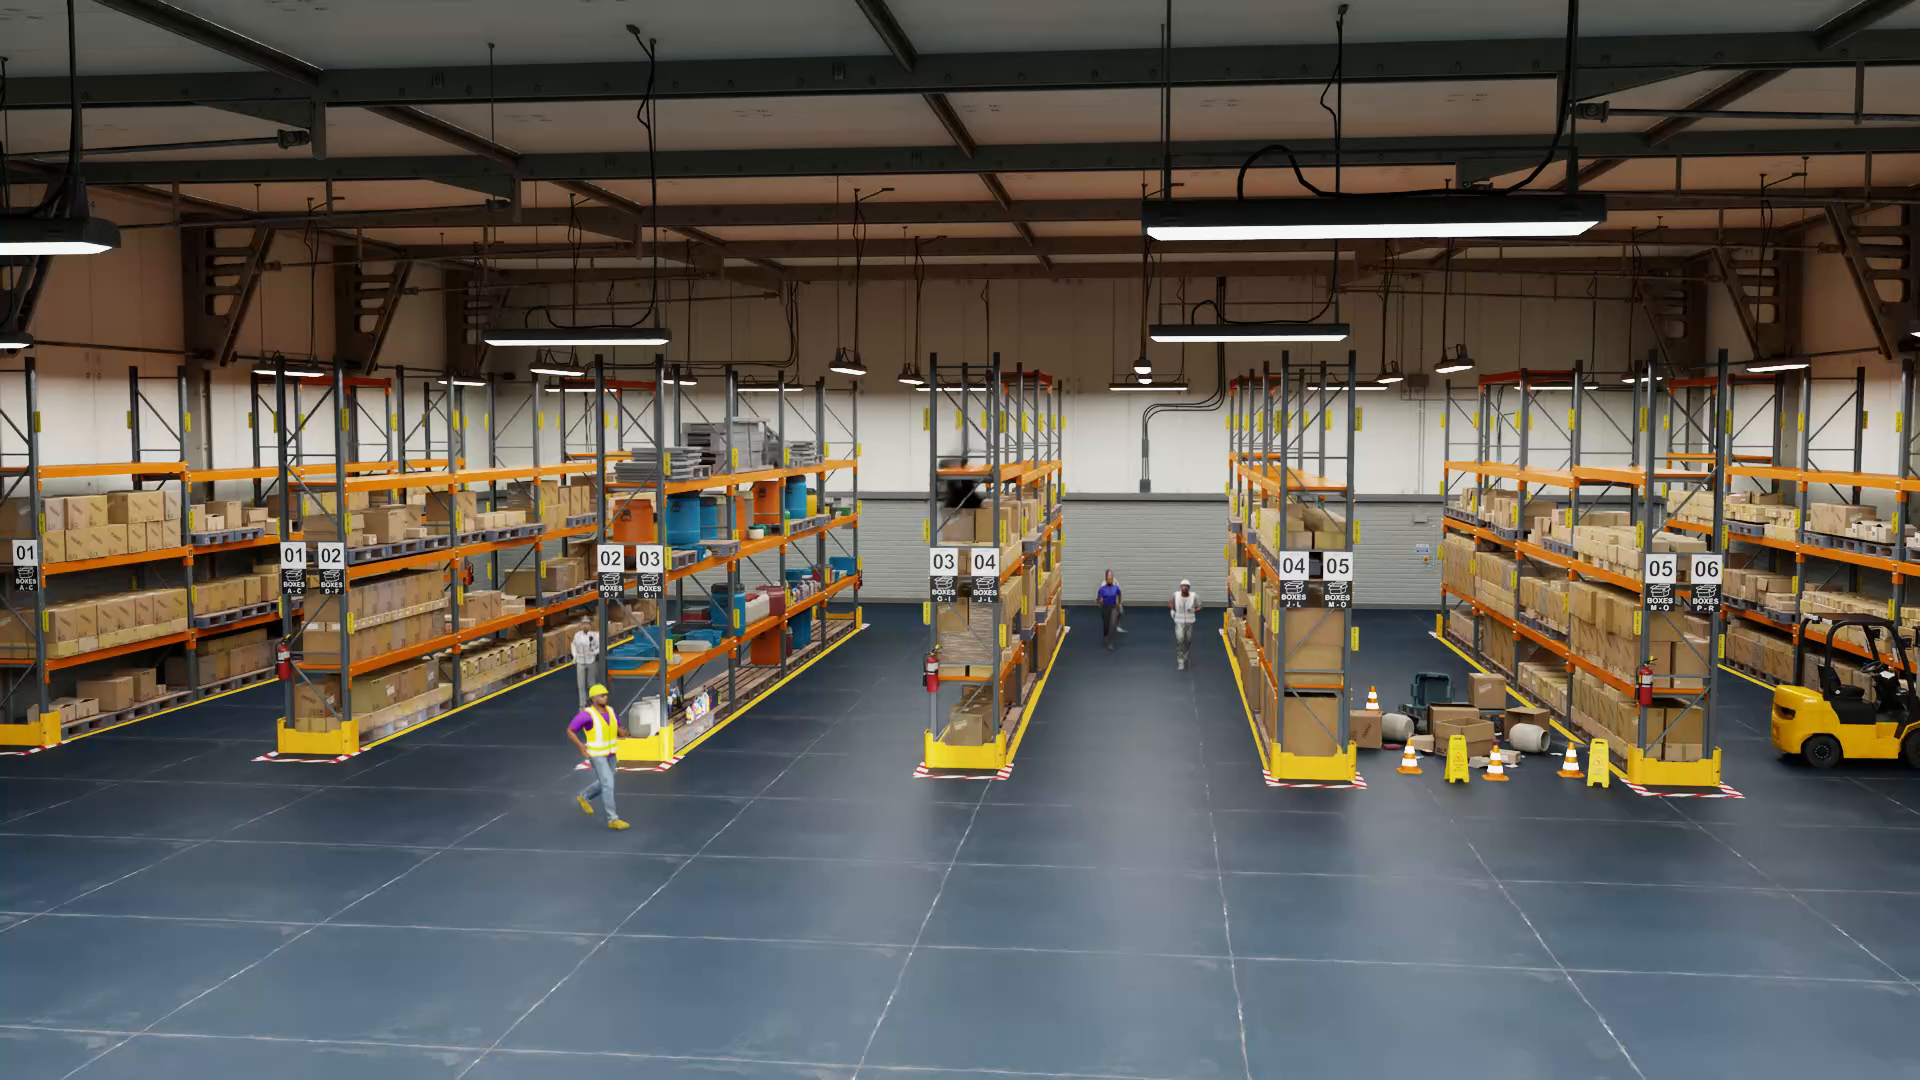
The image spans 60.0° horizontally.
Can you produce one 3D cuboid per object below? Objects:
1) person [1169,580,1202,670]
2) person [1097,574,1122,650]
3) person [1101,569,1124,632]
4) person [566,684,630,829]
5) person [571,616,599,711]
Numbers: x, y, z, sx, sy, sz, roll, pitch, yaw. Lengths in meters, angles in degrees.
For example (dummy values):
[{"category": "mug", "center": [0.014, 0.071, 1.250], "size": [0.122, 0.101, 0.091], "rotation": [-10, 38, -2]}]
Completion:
[{"category": "person", "center": [4.634, 1.714, 34.079], "size": [0.645, 1.827, 1.050], "rotation": [0, 4, 1]}, {"category": "person", "center": [3.314, 1.575, 36.881], "size": [0.564, 1.647, 0.897], "rotation": [0, 4, 4]}, {"category": "person", "center": [3.631, 1.442, 39.579], "size": [0.595, 1.508, 0.526], "rotation": [-1, 4, -17]}, {"category": "person", "center": [-4.444, 2.656, 20.575], "size": [0.968, 1.747, 0.710], "rotation": [2, 5, 32]}, {"category": "person", "center": [-6.389, 2.139, 28.483], "size": [0.615, 1.716, 0.765], "rotation": [0, 4, 1]}]
